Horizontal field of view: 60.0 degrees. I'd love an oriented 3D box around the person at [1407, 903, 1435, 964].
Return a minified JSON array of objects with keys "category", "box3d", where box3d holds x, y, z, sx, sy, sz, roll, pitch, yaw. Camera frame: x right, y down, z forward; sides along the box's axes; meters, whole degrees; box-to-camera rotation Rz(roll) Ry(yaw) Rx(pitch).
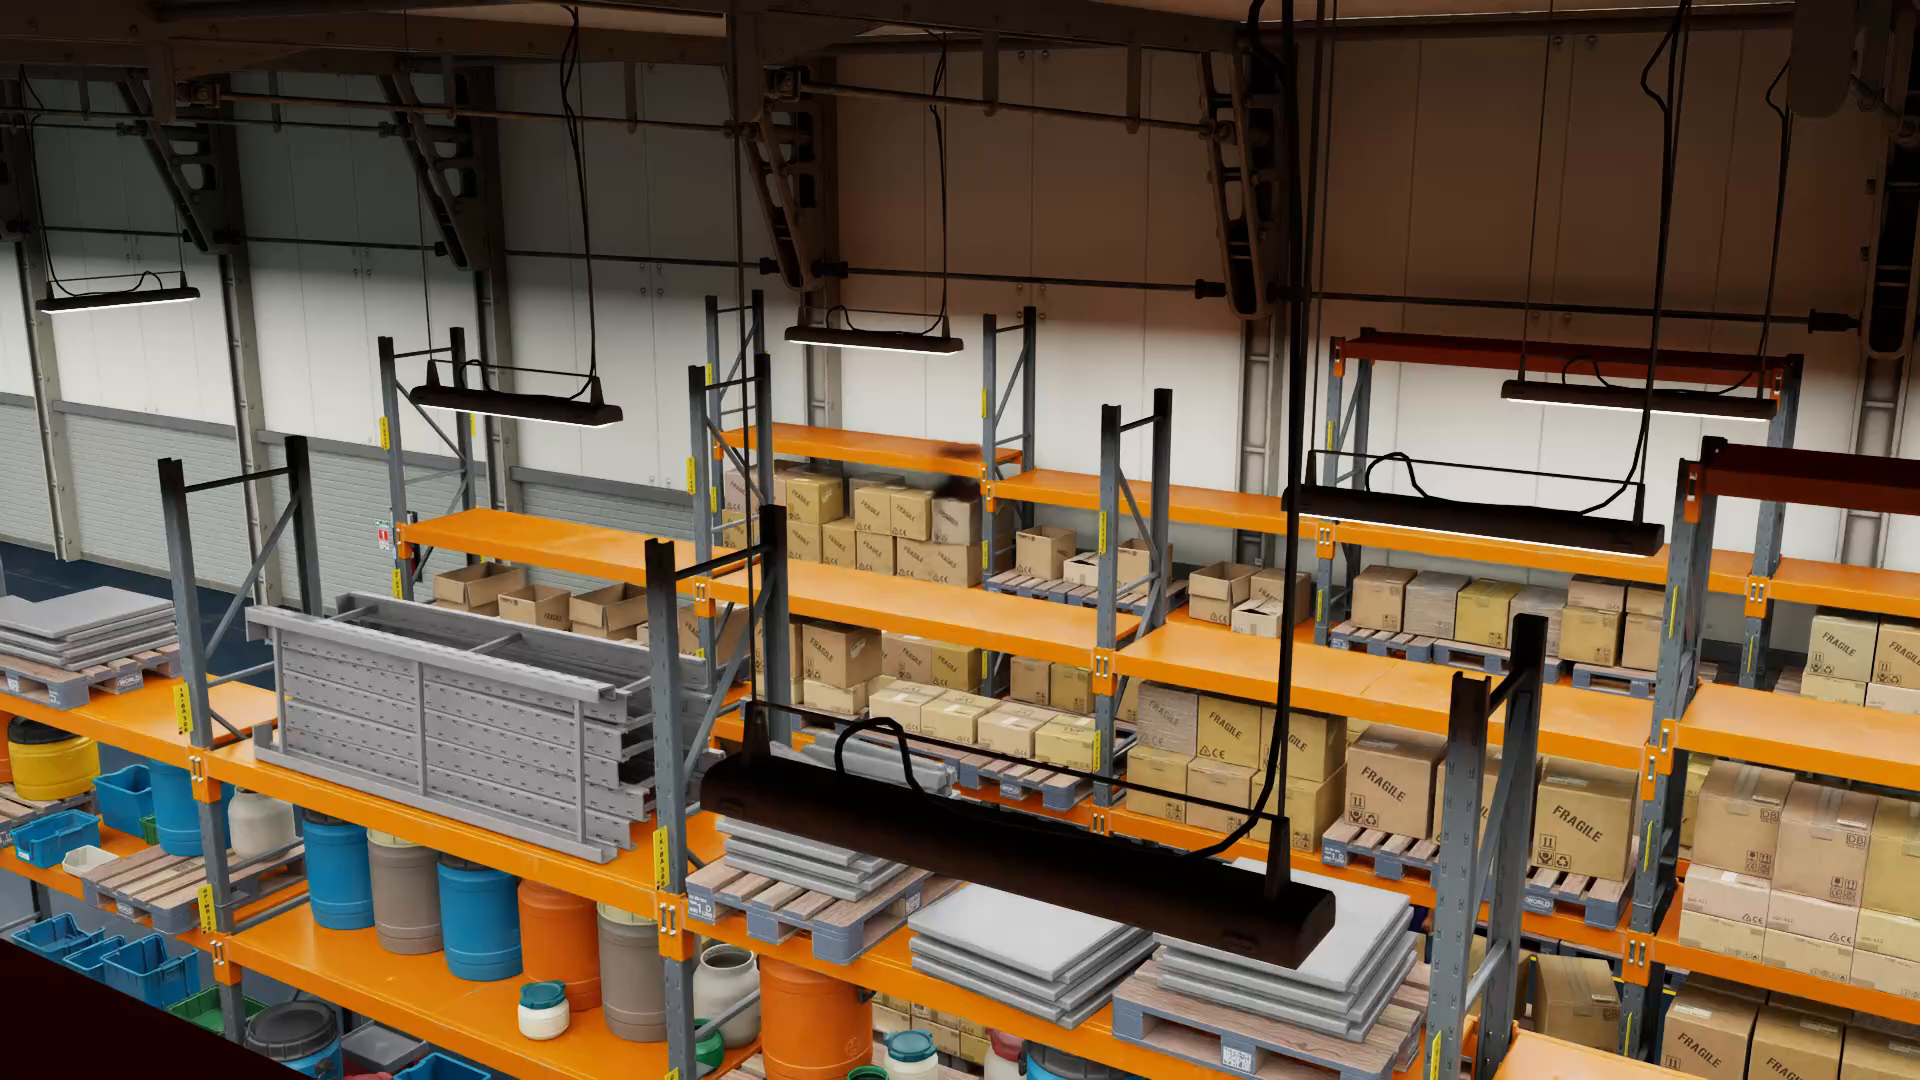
[{"category":"person","box3d":[4.254,3.511,15.669,0.432,1.661,0.546,-8,16,-30]}]
